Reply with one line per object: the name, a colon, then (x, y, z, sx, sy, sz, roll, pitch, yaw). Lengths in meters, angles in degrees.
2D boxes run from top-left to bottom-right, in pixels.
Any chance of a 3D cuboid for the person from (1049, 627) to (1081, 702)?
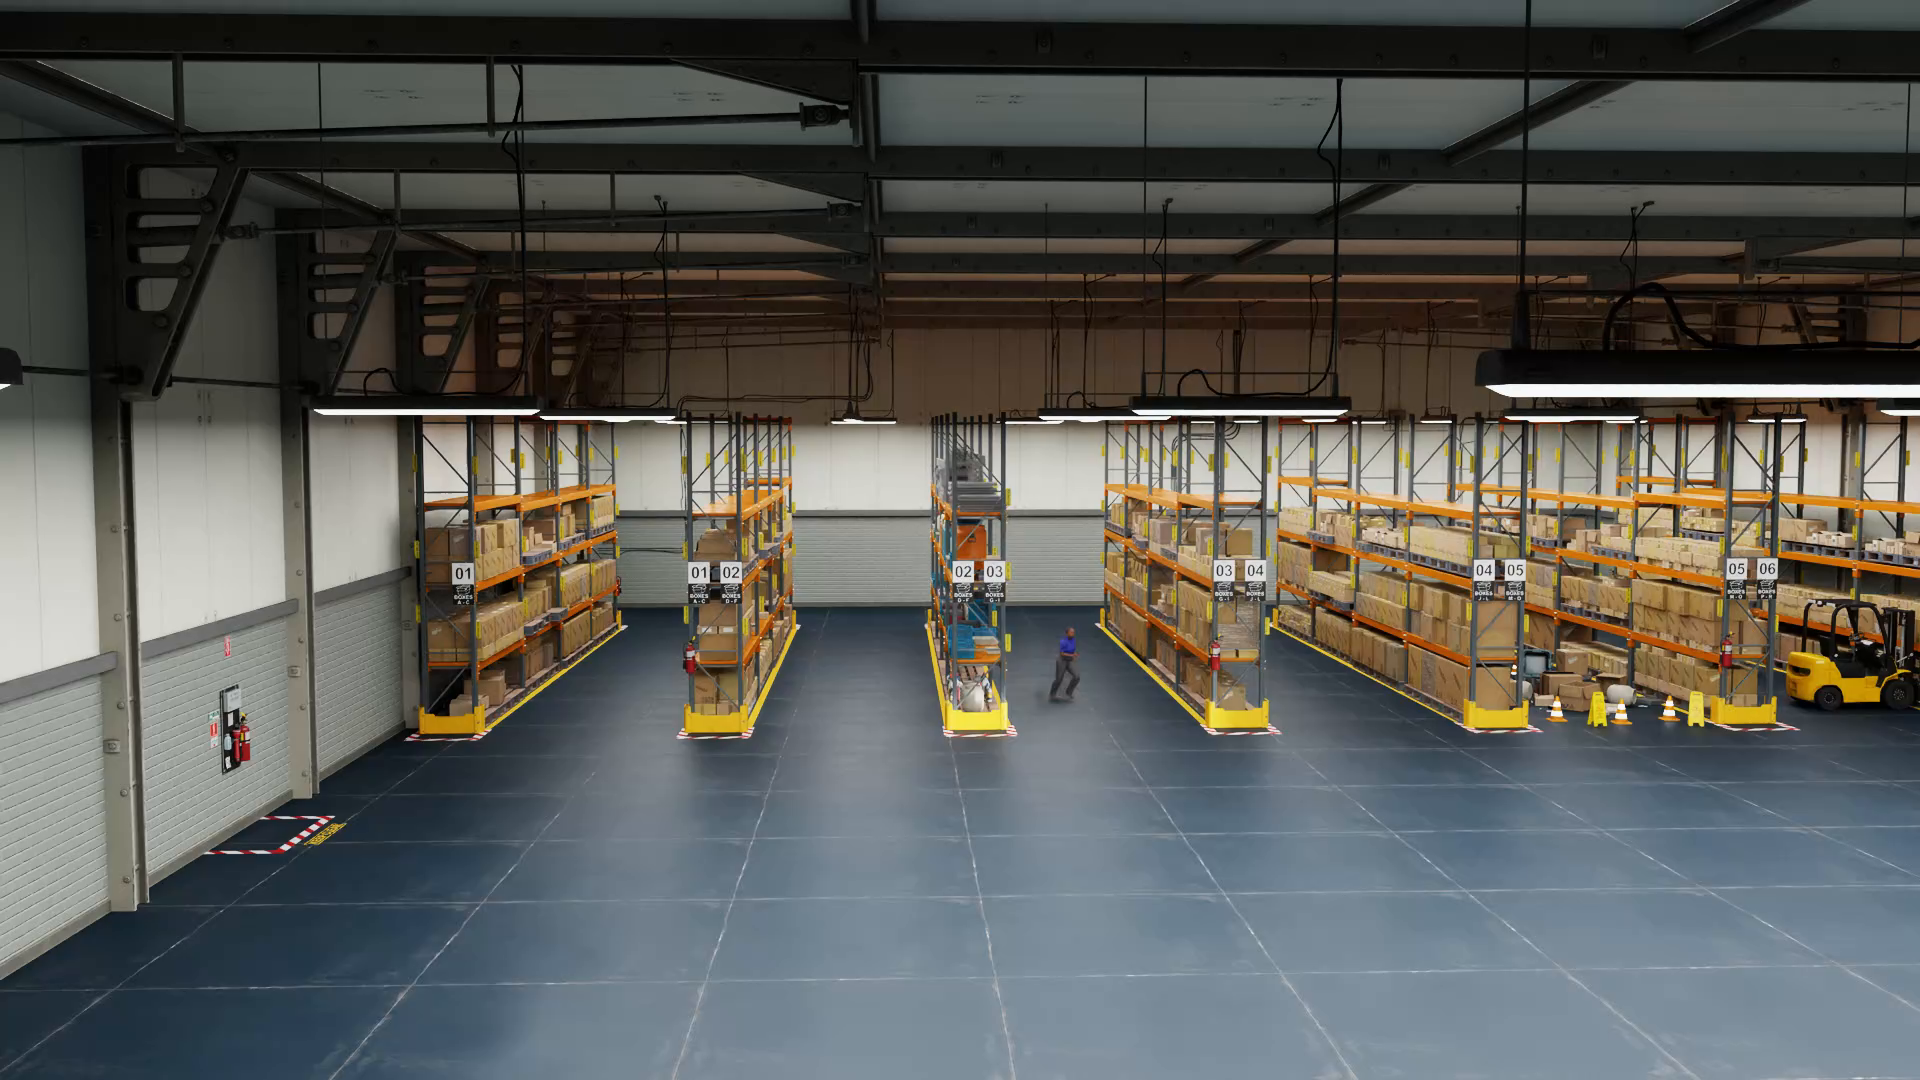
person: (2.228, 2.589, 34.630, 0.578, 1.584, 0.935, -3, 5, -36)
